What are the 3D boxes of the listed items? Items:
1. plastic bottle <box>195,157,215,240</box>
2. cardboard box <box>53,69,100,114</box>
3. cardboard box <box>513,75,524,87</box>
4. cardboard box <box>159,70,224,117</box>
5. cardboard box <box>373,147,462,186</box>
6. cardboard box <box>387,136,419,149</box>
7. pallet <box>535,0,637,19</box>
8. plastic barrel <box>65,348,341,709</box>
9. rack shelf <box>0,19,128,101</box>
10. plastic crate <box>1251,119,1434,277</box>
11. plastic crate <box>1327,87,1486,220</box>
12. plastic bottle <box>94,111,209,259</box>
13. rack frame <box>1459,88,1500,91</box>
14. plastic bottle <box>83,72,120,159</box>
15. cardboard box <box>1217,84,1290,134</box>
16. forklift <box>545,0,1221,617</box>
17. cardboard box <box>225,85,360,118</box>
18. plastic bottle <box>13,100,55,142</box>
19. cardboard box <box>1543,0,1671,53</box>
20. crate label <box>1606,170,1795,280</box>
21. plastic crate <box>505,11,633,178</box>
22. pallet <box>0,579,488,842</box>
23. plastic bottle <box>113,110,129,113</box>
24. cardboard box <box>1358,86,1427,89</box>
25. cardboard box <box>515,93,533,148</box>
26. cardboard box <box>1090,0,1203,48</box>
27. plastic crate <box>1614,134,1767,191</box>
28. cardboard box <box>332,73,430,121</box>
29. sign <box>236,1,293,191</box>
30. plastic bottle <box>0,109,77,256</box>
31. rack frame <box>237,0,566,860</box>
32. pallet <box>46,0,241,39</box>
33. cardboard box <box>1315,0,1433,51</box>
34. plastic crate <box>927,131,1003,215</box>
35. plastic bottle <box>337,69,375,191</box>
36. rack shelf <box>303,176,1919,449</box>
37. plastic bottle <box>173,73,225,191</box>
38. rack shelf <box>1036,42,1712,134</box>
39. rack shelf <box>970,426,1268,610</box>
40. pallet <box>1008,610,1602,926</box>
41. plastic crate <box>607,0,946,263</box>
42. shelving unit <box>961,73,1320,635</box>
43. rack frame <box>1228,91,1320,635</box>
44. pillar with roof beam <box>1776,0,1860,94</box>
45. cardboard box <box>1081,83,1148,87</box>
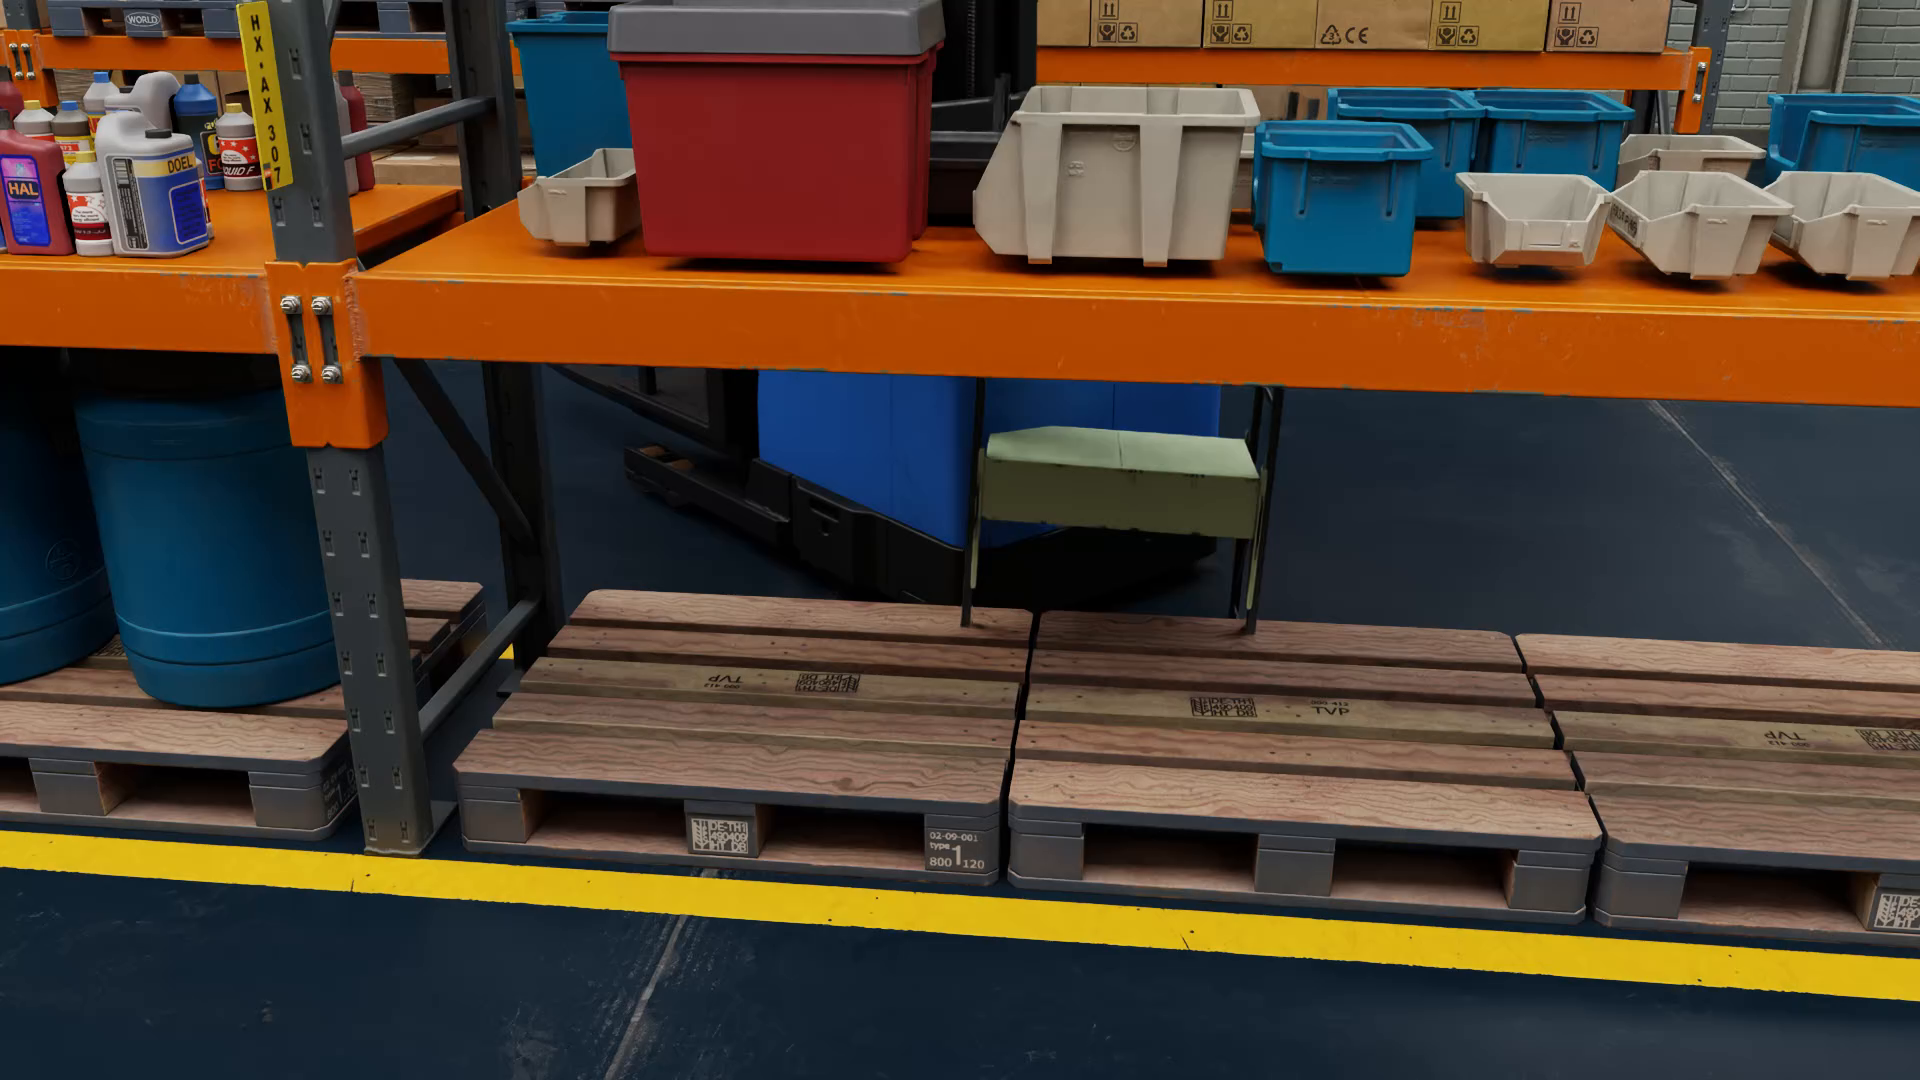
[{"bbox_3d":[-1.627,-0.730,3.476,0.097,0.201,0.097,0,22,0],"label":"plastic bottle"},{"bbox_3d":[-7.239,-3.856,13.916,0.500,0.500,0.700,3,22,8],"label":"cardboard box"},{"bbox_3d":[-3.285,-3.783,13.281,0.750,0.750,0.750,2,22,6],"label":"cardboard box"},{"bbox_3d":[-6.219,-3.815,13.812,0.500,0.500,0.700,3,22,7],"label":"cardboard box"},{"bbox_3d":[-2.624,-1.711,8.490,0.500,0.500,0.500,2,22,4],"label":"cardboard box"},{"bbox_3d":[-3.109,-1.923,9.025,0.500,0.500,0.500,2,22,4],"label":"cardboard box"},{"bbox_3d":[-1.388,-2.670,8.375,1.213,0.211,1.003,2,22,6],"label":"pallet"},{"bbox_3d":[-1.732,-0.126,3.961,0.708,0.901,0.600,2,22,6],"label":"plastic barrel"},{"bbox_3d":[-6.566,-2.610,8.940,4.000,0.370,1.077,2,22,6],"label":"rack shelf"},{"bbox_3d":[0.709,-0.649,3.147,0.300,0.233,0.416,2,22,6],"label":"plastic crate"},{"bbox_3d":[0.966,-0.855,3.668,0.300,0.233,0.416,2,22,6],"label":"plastic crate"},{"bbox_3d":[-1.623,-0.718,3.345,0.135,0.276,0.152,2,22,6],"label":"plastic bottle"},{"bbox_3d":[3.944,-4.321,12.289,0.127,3.000,1.000,2,22,6],"label":"rack frame"},{"bbox_3d":[-2.084,-1.007,4.082,0.097,0.271,0.097,0,22,0],"label":"plastic bottle"},{"bbox_3d":[2.241,-3.390,12.765,0.500,0.500,0.700,2,22,5],"label":"cardboard box"},{"bbox_3d":[-0.526,-1.577,5.441,1.130,2.935,3.031,-17,27,-36],"label":"forklift"},{"bbox_3d":[-3.567,-2.293,8.942,0.500,0.250,0.500,3,22,8],"label":"cardboard box"},{"bbox_3d":[-2.277,-0.983,4.116,0.097,0.201,0.097,0,22,0],"label":"plastic bottle"},{"bbox_3d":[2.888,-2.478,7.493,0.500,0.500,0.500,3,22,8],"label":"cardboard box"},{"bbox_3d":[1.382,-0.599,3.152,0.243,0.136,0.396,2,22,6],"label":"crate label"},{"bbox_3d":[-0.690,-1.002,3.833,0.575,0.384,0.392,2,22,6],"label":"plastic crate"},{"bbox_3d":[-1.955,0.371,4.213,1.213,0.211,1.003,2,22,6],"label":"pallet"},{"bbox_3d":[-1.968,-0.913,3.939,0.097,0.201,0.097,0,22,0],"label":"plastic bottle"},{"bbox_3d":[3.237,-3.347,12.656,0.500,0.500,0.700,2,22,6],"label":"cardboard box"},{"bbox_3d":[-2.052,-2.229,8.780,0.500,0.250,0.500,3,22,6],"label":"cardboard box"},{"bbox_3d":[0.872,-2.567,7.716,0.500,0.500,0.500,2,22,6],"label":"cardboard box"},{"bbox_3d":[1.589,-0.813,3.694,0.298,0.136,0.250,2,22,6],"label":"plastic crate"},{"bbox_3d":[-4.721,-3.721,13.574,0.500,0.500,0.700,3,22,7],"label":"cardboard box"},{"bbox_3d":[-1.260,-0.805,3.019,0.005,0.325,0.100,2,22,6],"label":"sign"},{"bbox_3d":[-1.858,-0.715,3.327,0.133,0.283,0.061,2,22,6],"label":"plastic bottle"},{"bbox_3d":[-1.194,-0.877,3.578,0.127,3.000,1.000,2,22,6],"label":"rack frame"},{"bbox_3d":[-3.898,-2.765,8.615,1.003,0.211,1.213,2,22,6],"label":"pallet"},{"bbox_3d":[1.878,-2.523,7.606,0.500,0.500,0.500,3,22,7],"label":"cardboard box"},{"bbox_3d":[-0.051,-0.826,3.743,0.590,0.125,0.437,2,22,6],"label":"plastic crate"},{"bbox_3d":[-1.508,-0.994,4.033,0.133,0.283,0.061,2,22,6],"label":"plastic bottle"},{"bbox_3d":[0.792,-0.456,3.491,4.000,0.370,1.077,2,22,6],"label":"rack shelf"},{"bbox_3d":[-1.854,-0.997,4.056,0.097,0.271,0.097,0,22,0],"label":"plastic bottle"},{"bbox_3d":[1.379,-2.264,8.065,4.000,0.370,1.077,2,22,6],"label":"rack shelf"},{"bbox_3d":[0.408,-0.087,4.389,0.720,0.370,0.431,4,18,2],"label":"rack shelf"},{"bbox_3d":[0.756,0.490,3.914,1.213,0.211,1.003,2,22,6],"label":"pallet"},{"bbox_3d":[-0.337,-0.804,3.225,0.583,0.464,0.402,2,22,6],"label":"plastic crate"},{"bbox_3d":[0.427,-0.397,4.290,0.755,1.500,0.431,4,18,2],"label":"shelving unit"},{"bbox_3d":[0.792,-0.369,4.274,0.023,1.500,0.400,4,18,2],"label":"rack frame"},{"bbox_3d":[6.221,-5.738,7.714,0.400,9.000,9.100,2,22,6],"label":"pillar with roof beam"},{"bbox_3d":[1.201,-3.434,12.874,0.500,0.500,0.700,2,22,6],"label":"cardboard box"}]
